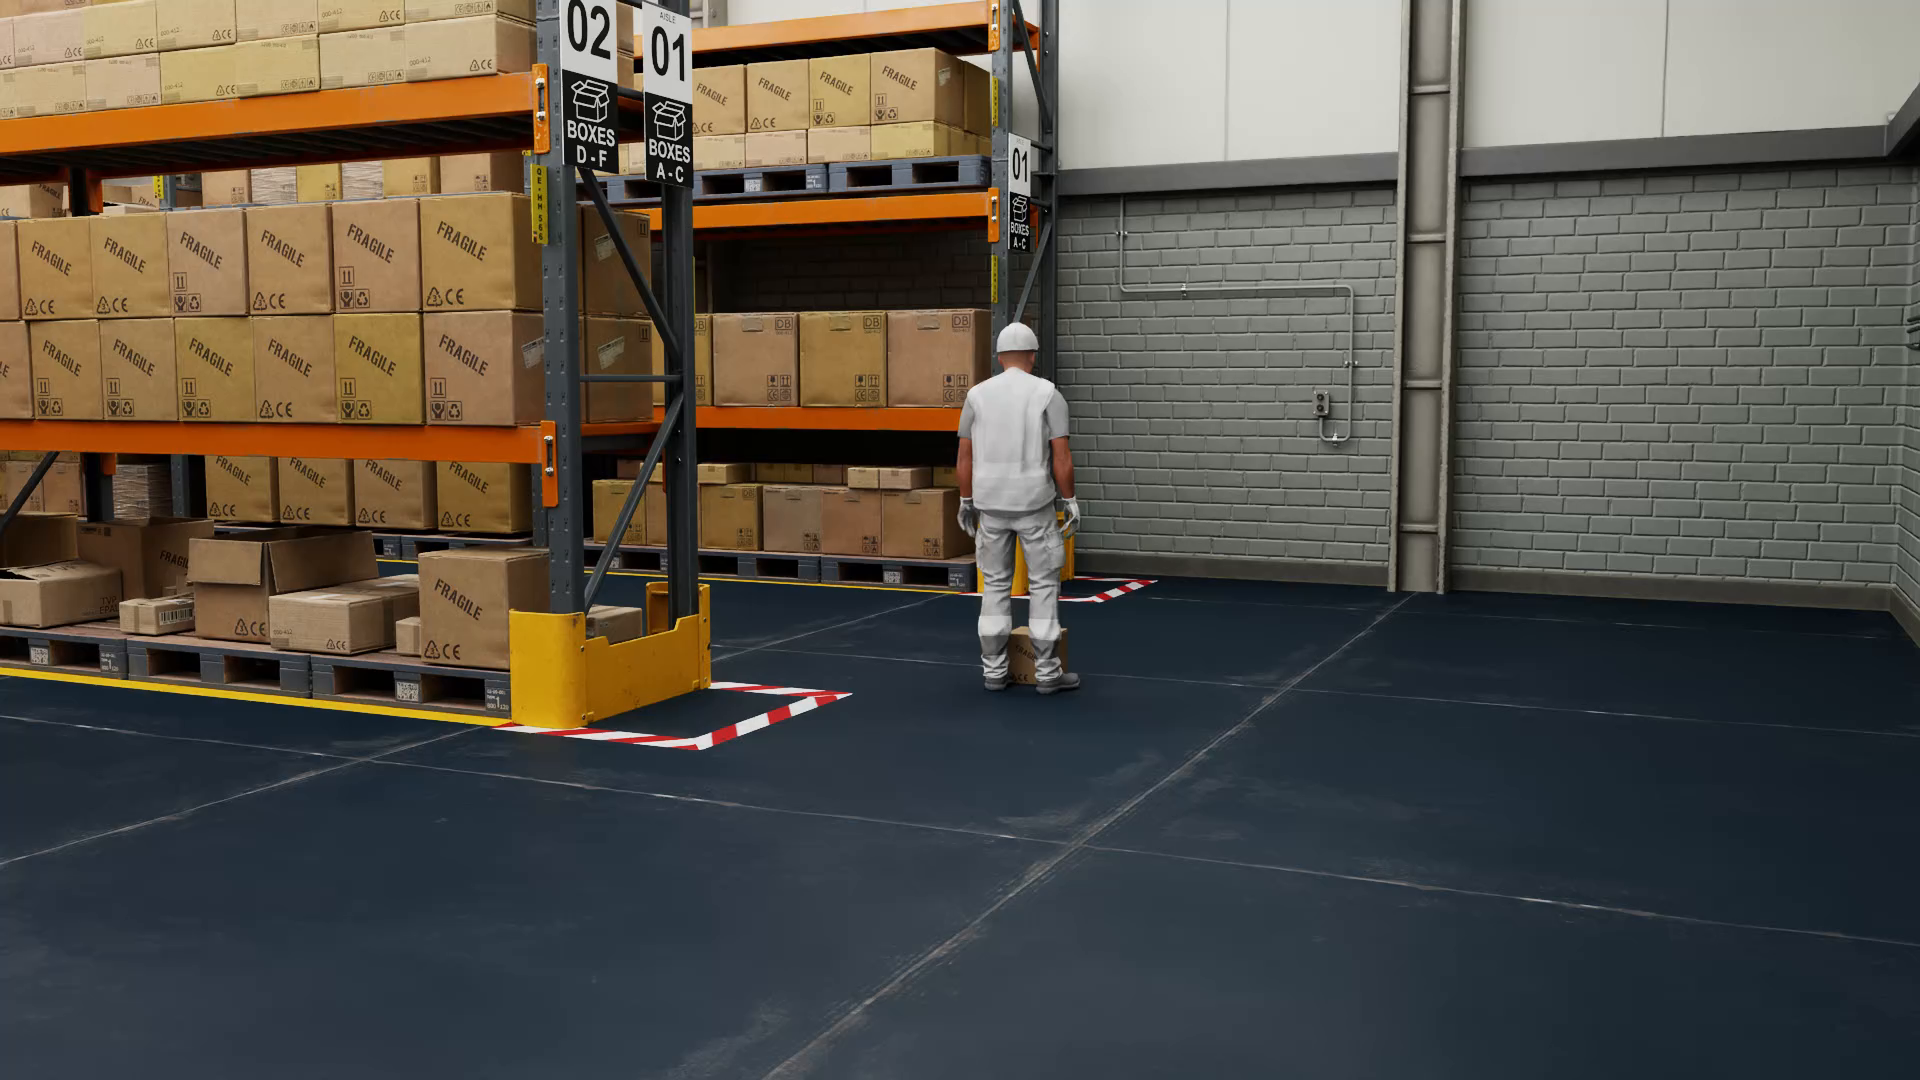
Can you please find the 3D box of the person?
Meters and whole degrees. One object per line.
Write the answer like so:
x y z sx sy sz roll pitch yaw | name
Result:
0.279 -0.160 8.065 0.620 1.778 0.445 2 6 21 | person
